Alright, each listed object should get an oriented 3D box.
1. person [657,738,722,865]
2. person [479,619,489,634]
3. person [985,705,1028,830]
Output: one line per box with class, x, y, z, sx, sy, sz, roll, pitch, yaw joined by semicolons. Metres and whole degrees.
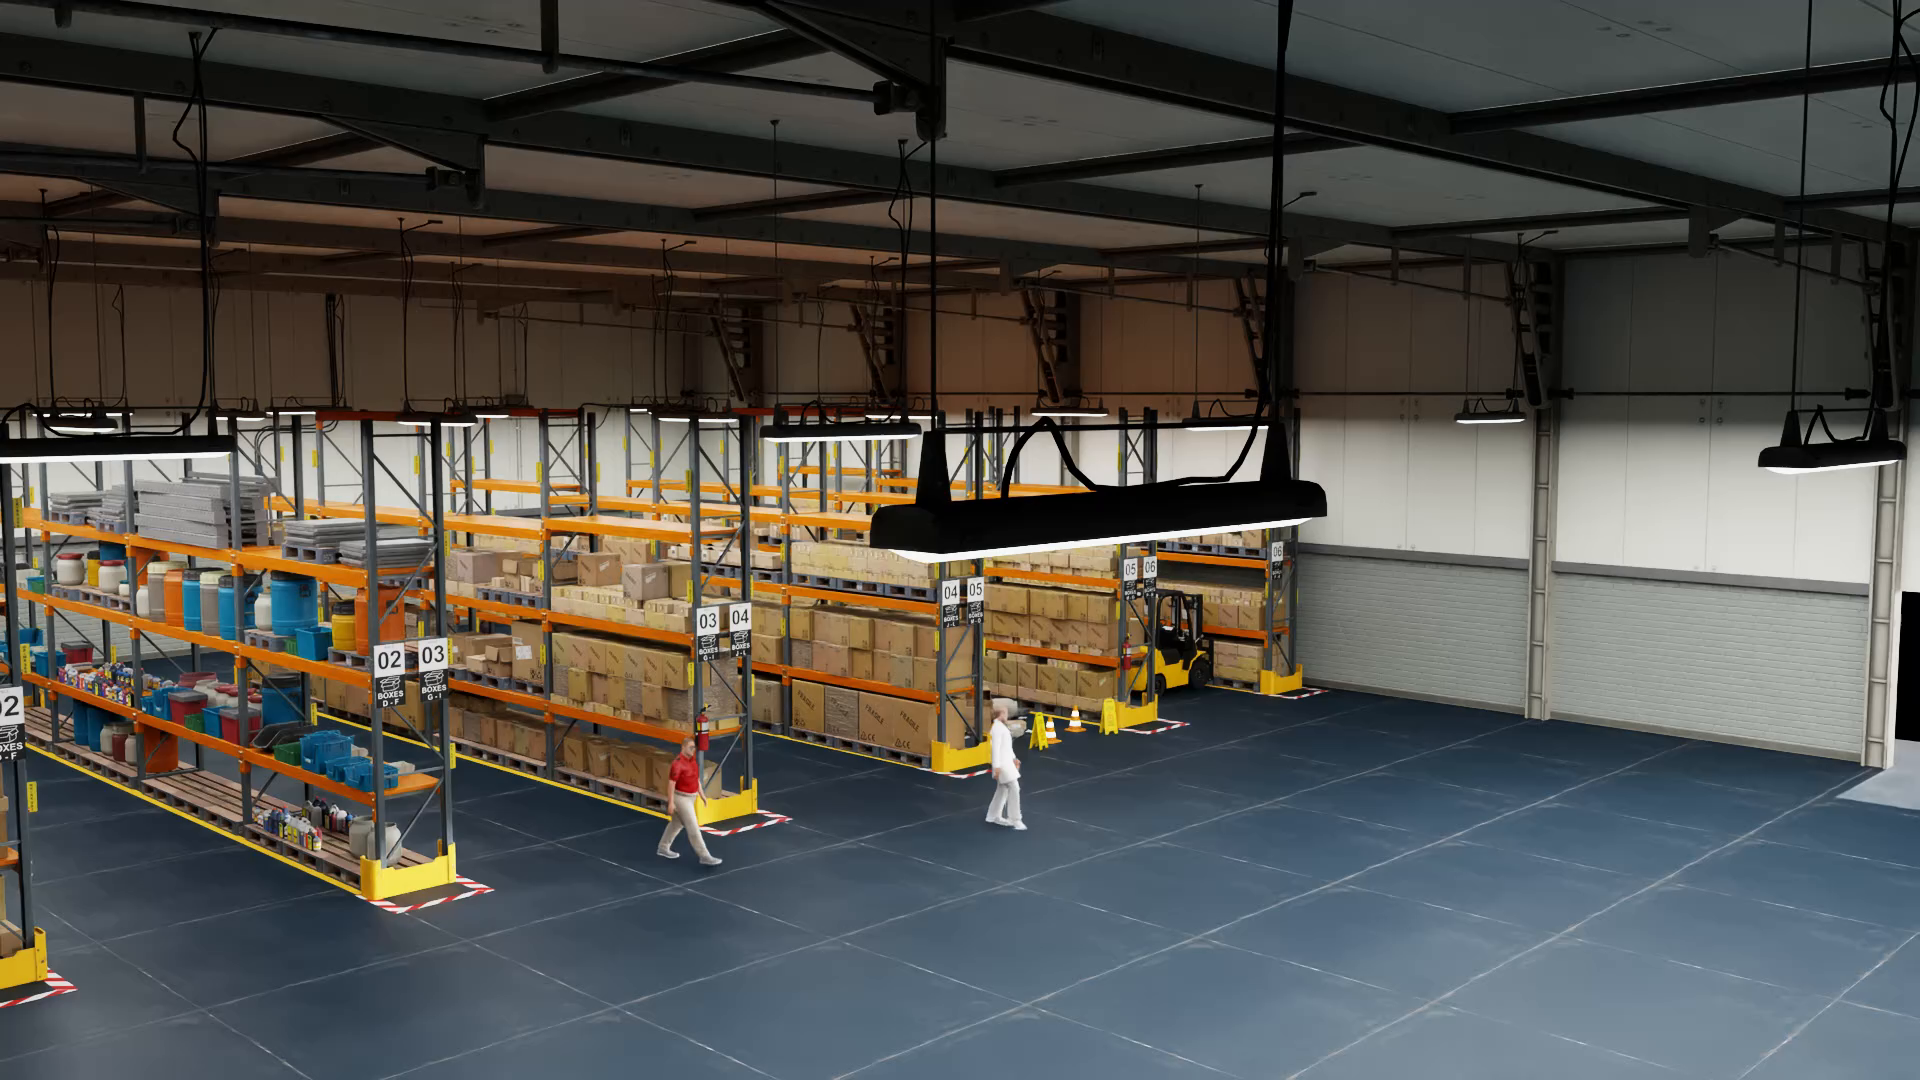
person;-3.636;3.489;22.362;1.030;1.670;0.560;1;5;11
person;-11.828;1.795;41.497;0.571;1.716;0.484;1;5;11
person;0.689;3.321;24.286;0.645;1.842;0.611;0;5;2
